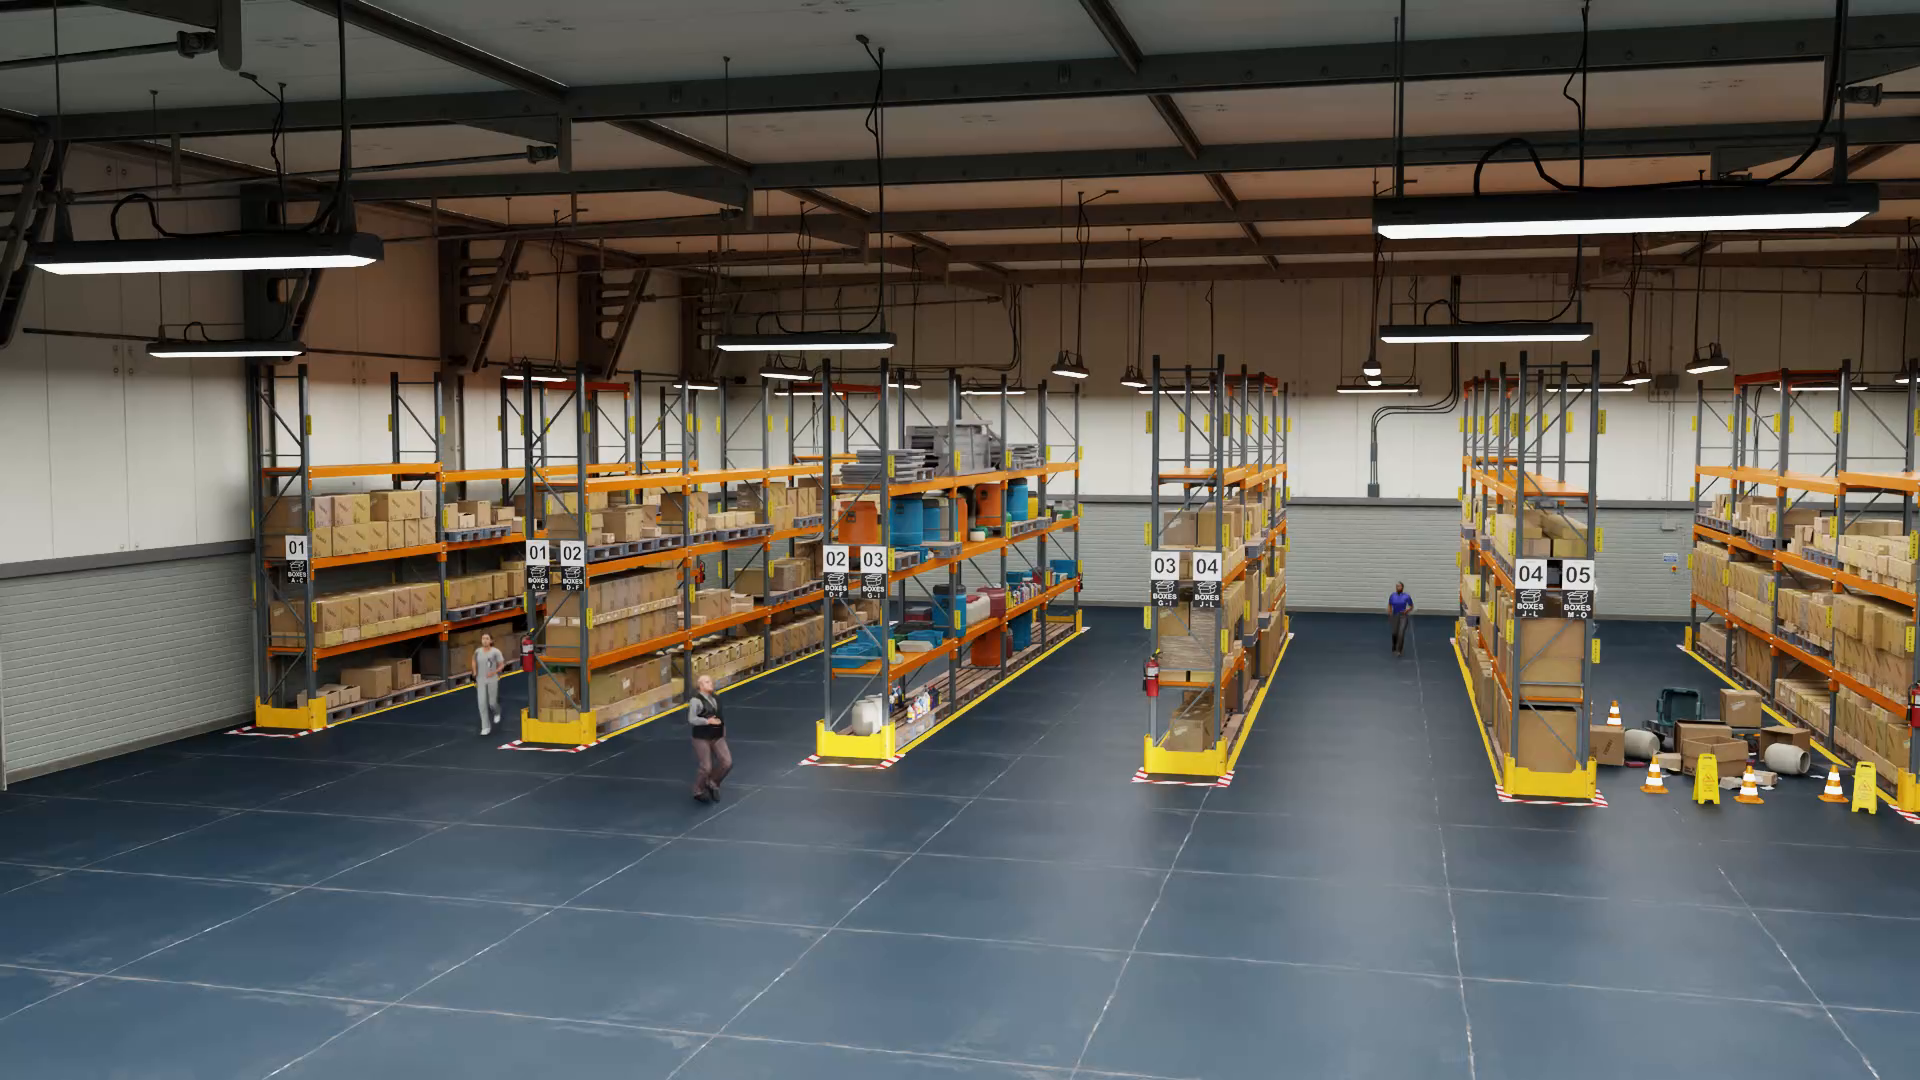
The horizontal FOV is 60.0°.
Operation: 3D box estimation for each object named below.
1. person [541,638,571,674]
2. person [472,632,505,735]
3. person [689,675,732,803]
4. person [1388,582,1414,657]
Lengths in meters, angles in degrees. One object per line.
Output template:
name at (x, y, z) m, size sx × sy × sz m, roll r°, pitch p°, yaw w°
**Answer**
person at (-7.038, 2.066, 29.177) m, size 0.659 × 1.773 × 1.003 m, roll 1°, pitch 4°, yaw 9°
person at (-7.673, 2.305, 27.011) m, size 0.571 × 1.644 × 0.842 m, roll 0°, pitch 4°, yaw 1°
person at (-3.275, 2.641, 21.928) m, size 0.651 × 1.721 × 0.641 m, roll 4°, pitch 5°, yaw 42°
person at (9.537, 1.715, 36.051) m, size 0.567 × 1.624 × 0.578 m, roll 2°, pitch 4°, yaw 26°
